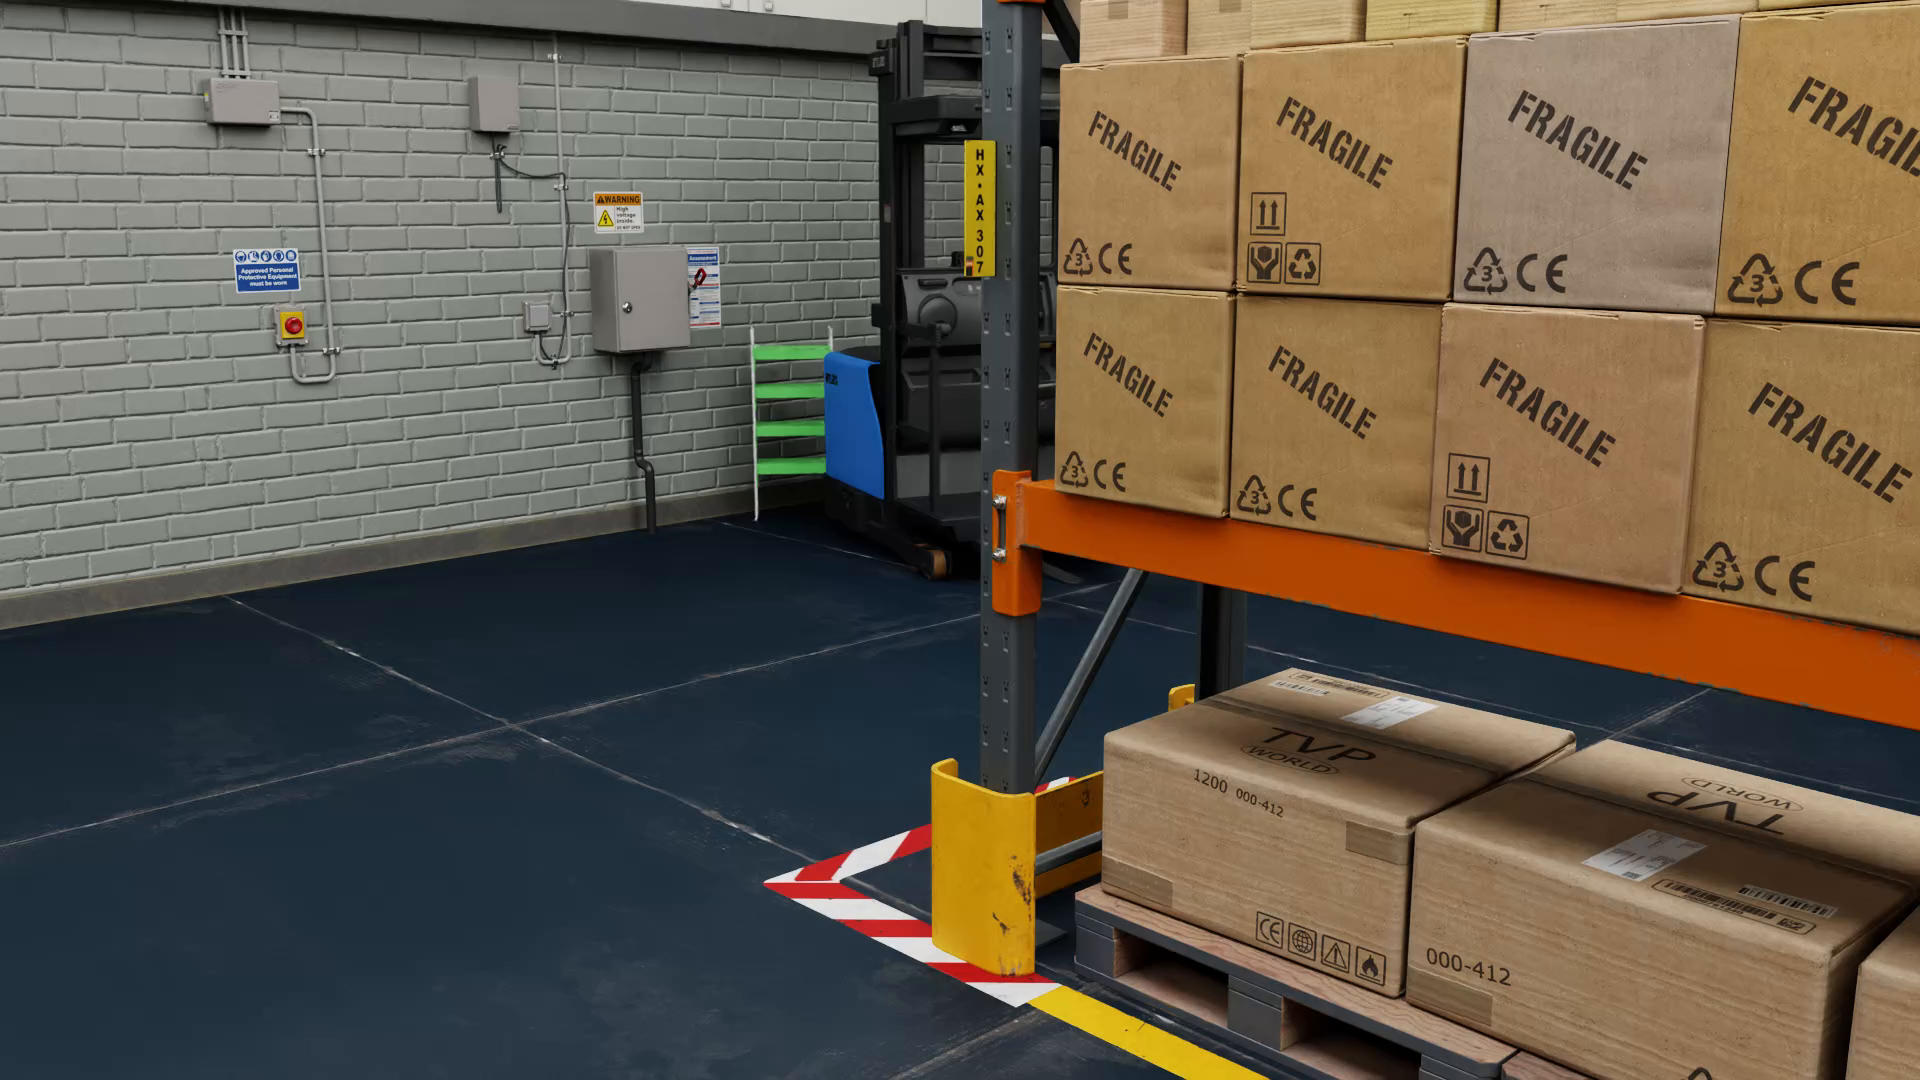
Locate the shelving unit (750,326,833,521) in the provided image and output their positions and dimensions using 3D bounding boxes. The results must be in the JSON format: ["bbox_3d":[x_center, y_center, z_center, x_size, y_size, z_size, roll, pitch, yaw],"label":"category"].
[{"bbox_3d":[-1.057,-0.739,10.526,0.503,1.200,0.258,-2,12,-7],"label":"shelving unit"}]

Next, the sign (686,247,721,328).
[{"bbox_3d":[-1.622,-1.565,10.308,0.329,0.494,0.001,-11,16,-43],"label":"sign"}]

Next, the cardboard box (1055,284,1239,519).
[{"bbox_3d":[0.578,-0.360,3.977,0.500,0.500,0.500,-11,16,-43],"label":"cardboard box"}]

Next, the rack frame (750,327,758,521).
[{"bbox_3d":[-1.299,-0.733,10.495,0.015,1.200,0.240,-2,12,-7],"label":"rack frame"}]

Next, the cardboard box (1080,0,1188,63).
[{"bbox_3d":[0.499,-1.187,3.907,0.380,0.149,0.250,-10,16,-41],"label":"cardboard box"}]

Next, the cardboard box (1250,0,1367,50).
[{"bbox_3d":[0.828,-1.105,3.507,0.380,0.149,0.250,-10,15,-41],"label":"cardboard box"}]

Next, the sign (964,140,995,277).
[{"bbox_3d":[0.049,-0.807,4.055,0.100,0.325,0.005,-11,16,-43],"label":"sign"}]

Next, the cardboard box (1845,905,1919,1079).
[{"bbox_3d":[2.242,0.975,3.056,0.875,0.438,0.875,11,16,43],"label":"cardboard box"}]

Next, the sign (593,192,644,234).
[{"bbox_3d":[-2.020,-1.939,9.844,0.339,0.242,0.001,-11,16,-43],"label":"sign"}]

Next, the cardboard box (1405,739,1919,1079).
[{"bbox_3d":[1.620,0.843,3.695,0.875,0.438,0.875,-10,16,-41],"label":"cardboard box"}]

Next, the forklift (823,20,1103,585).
[{"bbox_3d":[0.208,-1.319,9.052,1.130,2.935,3.031,-5,13,-23],"label":"forklift"}]

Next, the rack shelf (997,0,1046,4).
[{"bbox_3d":[1.835,-1.246,2.875,1.077,0.370,4.000,-11,16,-43],"label":"rack shelf"}]

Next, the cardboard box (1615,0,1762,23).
[{"bbox_3d":[1.384,-0.996,2.978,0.380,0.149,0.250,-11,16,-42],"label":"cardboard box"}]

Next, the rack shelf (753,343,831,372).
[{"bbox_3d":[-1.057,-1.147,10.442,0.480,0.148,0.258,-2,12,-7],"label":"rack shelf"}]

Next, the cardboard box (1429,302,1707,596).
[{"bbox_3d":[1.286,-0.213,3.265,0.500,0.500,0.500,-11,16,-43],"label":"cardboard box"}]

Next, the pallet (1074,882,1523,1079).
[{"bbox_3d":[1.063,1.051,4.290,1.003,0.211,1.213,-11,16,-43],"label":"pallet"}]

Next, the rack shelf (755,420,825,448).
[{"bbox_3d":[-1.057,-0.677,10.539,0.480,0.148,0.258,-2,12,-7],"label":"rack shelf"}]

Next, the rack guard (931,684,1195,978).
[{"bbox_3d":[0.438,0.800,4.791,1.175,0.500,0.348,-11,16,-43],"label":"rack guard"}]

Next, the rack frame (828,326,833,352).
[{"bbox_3d":[-0.815,-0.746,10.557,0.015,1.200,0.240,-2,12,-7],"label":"rack frame"}]

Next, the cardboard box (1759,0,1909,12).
[{"bbox_3d":[1.540,-0.955,2.780,0.250,0.149,0.380,11,16,44],"label":"cardboard box"}]

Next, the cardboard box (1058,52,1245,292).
[{"bbox_3d":[0.580,-0.850,3.878,0.500,0.500,0.500,-11,16,-44],"label":"cardboard box"}]

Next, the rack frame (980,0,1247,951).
[{"bbox_3d":[0.454,-0.421,4.522,1.000,3.000,0.127,-11,16,-43],"label":"rack frame"}]

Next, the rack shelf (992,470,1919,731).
[{"bbox_3d":[1.835,0.223,3.178,1.077,0.370,4.000,-11,16,-43],"label":"rack shelf"}]

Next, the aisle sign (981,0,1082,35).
[{"bbox_3d":[0.195,-1.664,4.114,0.394,0.787,0.004,-11,16,-43],"label":"aisle sign"}]

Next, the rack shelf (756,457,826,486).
[{"bbox_3d":[-1.057,-0.442,10.587,0.480,0.148,0.258,-2,12,-7],"label":"rack shelf"}]

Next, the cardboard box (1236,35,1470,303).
[{"bbox_3d":[0.941,-0.776,3.517,0.500,0.500,0.500,11,16,44],"label":"cardboard box"}]

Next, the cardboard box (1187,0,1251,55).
[{"bbox_3d":[0.732,-1.159,3.769,0.380,0.149,0.250,-10,16,-41],"label":"cardboard box"}]

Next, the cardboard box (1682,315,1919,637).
[{"bbox_3d":[1.644,-0.143,2.922,0.500,0.500,0.500,-10,15,-41],"label":"cardboard box"}]

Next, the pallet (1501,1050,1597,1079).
[{"bbox_3d":[1.901,1.228,3.426,1.003,0.211,1.213,-11,16,-43],"label":"pallet"}]

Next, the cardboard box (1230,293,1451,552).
[{"bbox_3d":[0.947,-0.290,3.638,0.500,0.500,0.500,-11,16,-43],"label":"cardboard box"}]

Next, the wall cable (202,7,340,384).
[{"bbox_3d":[-3.457,-1.754,8.395,0.585,1.953,0.123,-11,16,-43],"label":"wall cable"}]

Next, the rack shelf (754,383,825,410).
[{"bbox_3d":[-1.057,-0.912,10.490,0.480,0.148,0.258,-2,12,-7],"label":"rack shelf"}]

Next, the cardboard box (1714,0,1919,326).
[{"bbox_3d":[1.648,-0.629,2.805,0.500,0.500,0.500,-11,16,-42],"label":"cardboard box"}]

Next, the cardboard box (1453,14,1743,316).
[{"bbox_3d":[1.303,-0.702,3.157,0.500,0.500,0.500,-11,16,-43],"label":"cardboard box"}]

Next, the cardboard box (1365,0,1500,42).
[{"bbox_3d":[1.023,-1.069,3.333,0.250,0.149,0.380,11,16,43],"label":"cardboard box"}]

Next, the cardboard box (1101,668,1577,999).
[{"bbox_3d":[0.982,0.711,4.338,0.875,0.438,0.875,11,16,43],"label":"cardboard box"}]

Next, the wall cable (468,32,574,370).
[{"bbox_3d":[-2.439,-1.938,9.365,0.588,1.984,0.122,-11,16,-43],"label":"wall cable"}]

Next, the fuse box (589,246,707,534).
[{"bbox_3d":[-1.837,-0.881,9.948,0.539,1.711,0.414,-11,16,-43],"label":"fuse box"}]

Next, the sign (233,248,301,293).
[{"bbox_3d":[-3.534,-1.375,8.484,0.327,0.218,0.001,-11,16,-43],"label":"sign"}]

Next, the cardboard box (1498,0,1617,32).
[{"bbox_3d":[1.242,-1.038,3.183,0.380,0.149,0.250,-11,16,-42],"label":"cardboard box"}]
